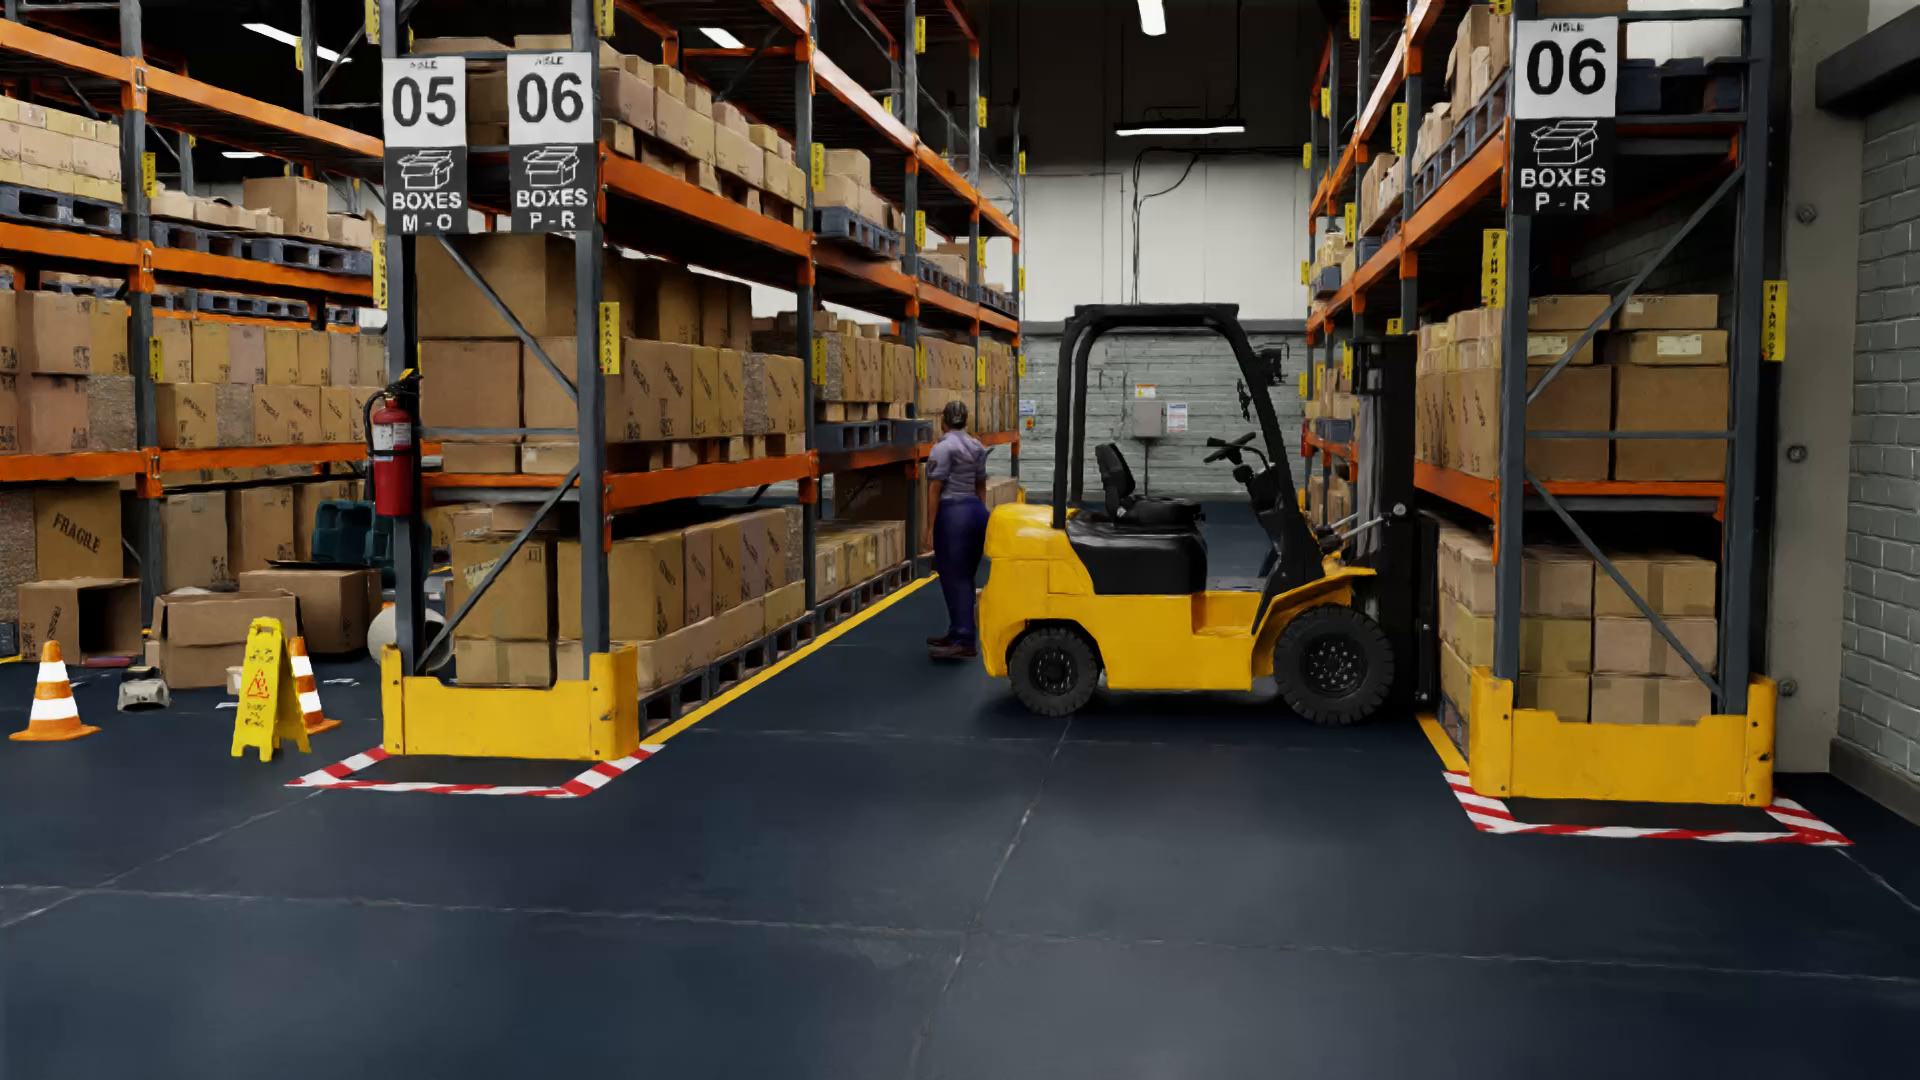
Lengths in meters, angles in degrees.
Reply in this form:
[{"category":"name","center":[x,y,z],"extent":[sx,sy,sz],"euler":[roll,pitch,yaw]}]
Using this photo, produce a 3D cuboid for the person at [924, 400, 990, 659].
[{"category":"person","center":[-0.053,-0.083,10.770],"extent":[0.544,1.646,0.583],"euler":[3,6,35]}]
